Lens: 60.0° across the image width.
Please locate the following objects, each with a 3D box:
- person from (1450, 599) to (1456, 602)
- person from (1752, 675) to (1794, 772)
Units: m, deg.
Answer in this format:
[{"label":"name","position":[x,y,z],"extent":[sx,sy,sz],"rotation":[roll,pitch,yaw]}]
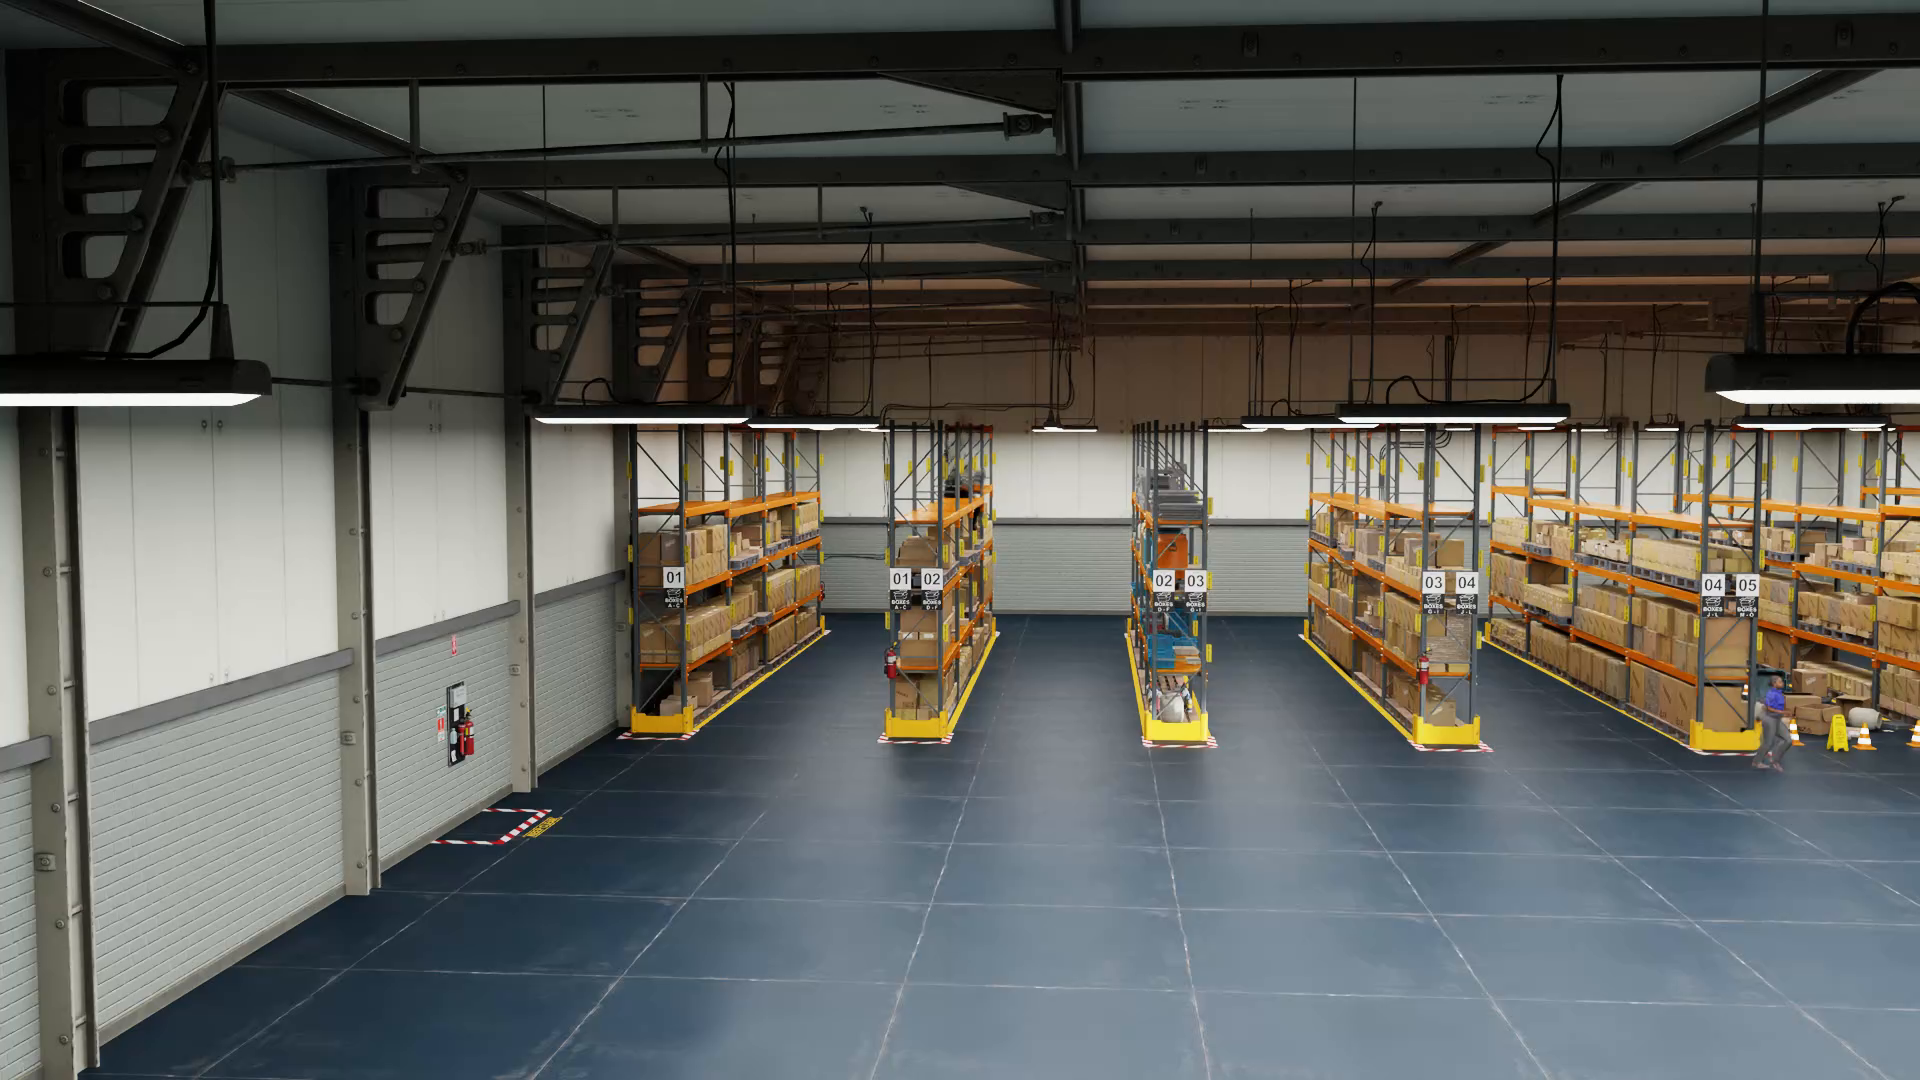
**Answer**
[{"label":"person","position":[13.347,1.993,45.006],"extent":[0.676,1.825,0.754],"rotation":[1,4,10]},{"label":"person","position":[13.826,3.129,28.217],"extent":[0.573,1.682,0.695],"rotation":[-3,5,-40]}]
